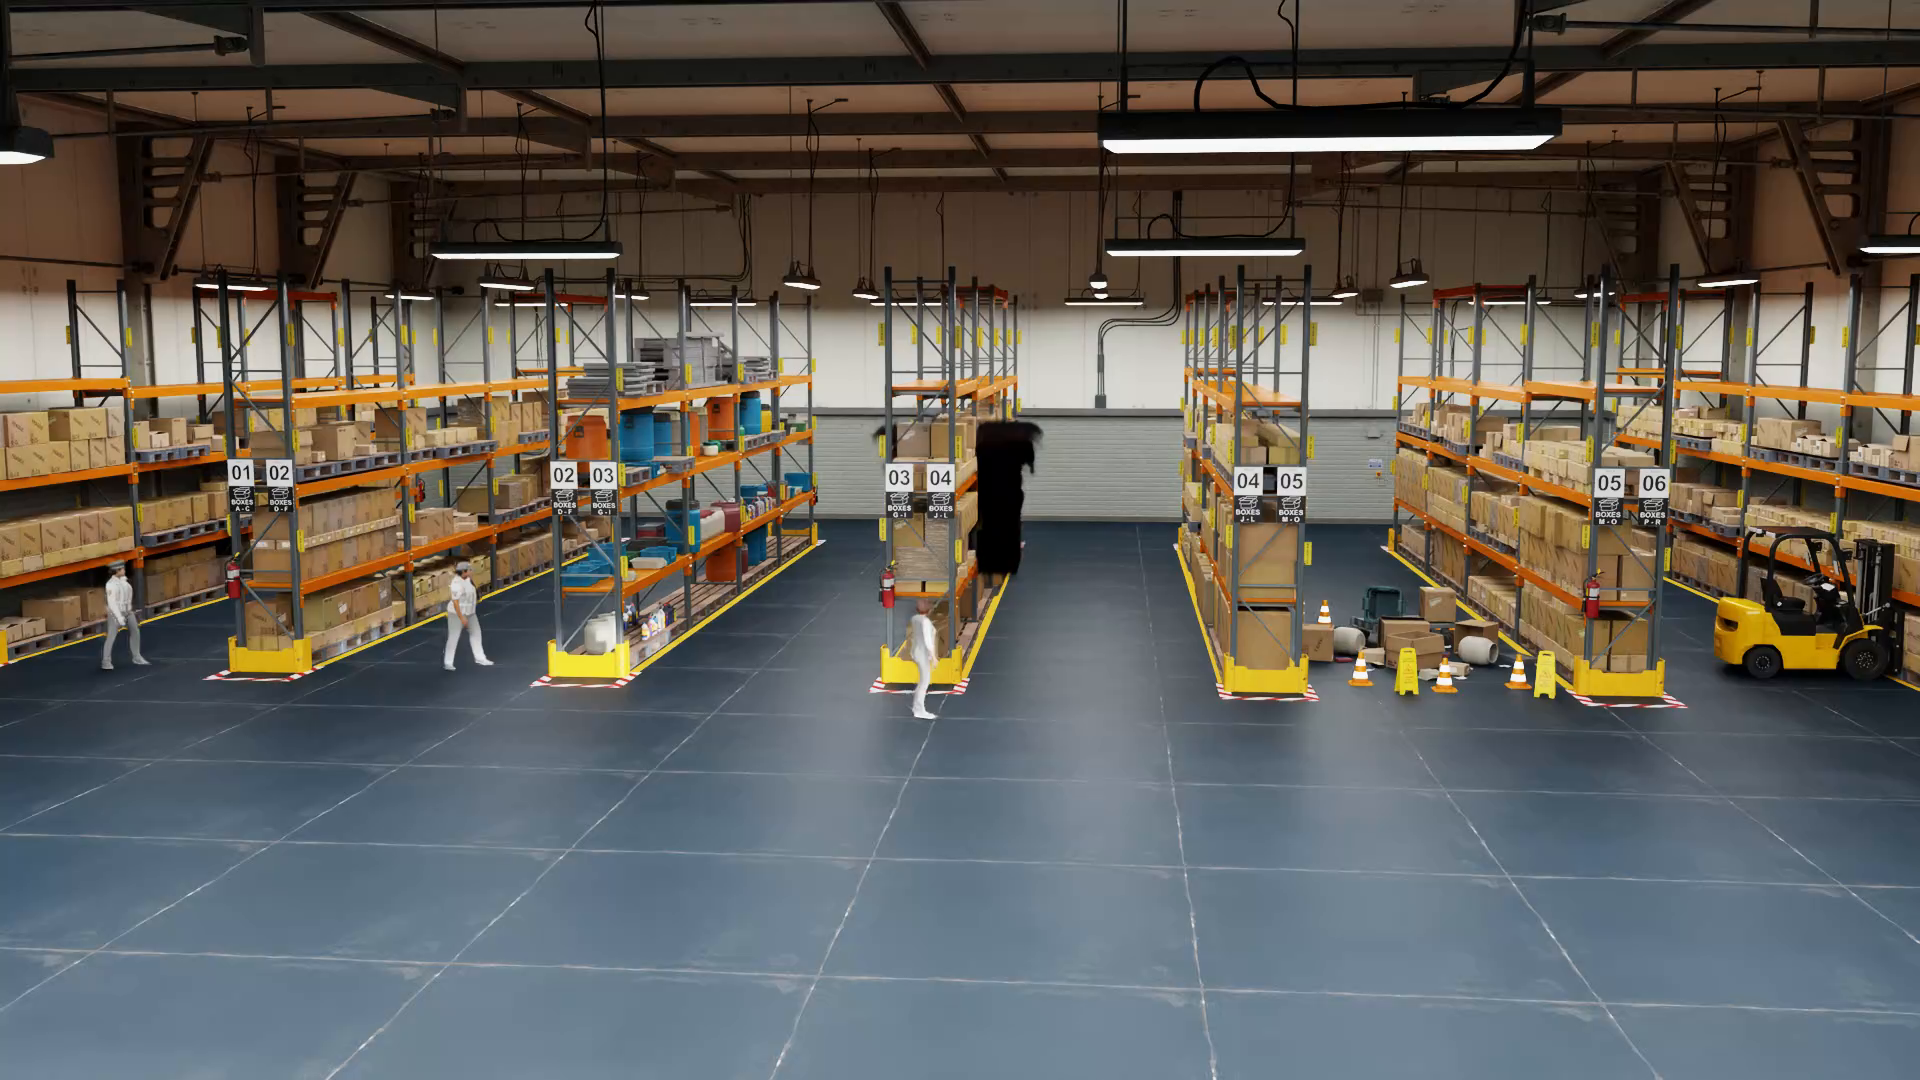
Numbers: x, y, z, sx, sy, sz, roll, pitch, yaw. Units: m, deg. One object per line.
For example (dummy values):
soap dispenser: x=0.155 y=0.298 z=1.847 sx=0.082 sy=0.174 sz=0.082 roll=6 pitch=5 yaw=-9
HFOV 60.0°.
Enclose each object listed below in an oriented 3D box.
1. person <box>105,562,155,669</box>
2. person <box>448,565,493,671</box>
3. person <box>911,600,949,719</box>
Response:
person: x=-12.640 y=1.148 z=25.242 sx=0.778 sy=1.635 sz=0.605 roll=2 pitch=7 yaw=14
person: x=-7.464 y=1.163 z=25.225 sx=0.535 sy=1.625 sz=0.688 roll=2 pitch=7 yaw=19
person: x=-0.410 y=1.577 z=21.938 sx=0.468 sy=1.582 sz=0.559 roll=-1 pitch=7 yaw=-10
